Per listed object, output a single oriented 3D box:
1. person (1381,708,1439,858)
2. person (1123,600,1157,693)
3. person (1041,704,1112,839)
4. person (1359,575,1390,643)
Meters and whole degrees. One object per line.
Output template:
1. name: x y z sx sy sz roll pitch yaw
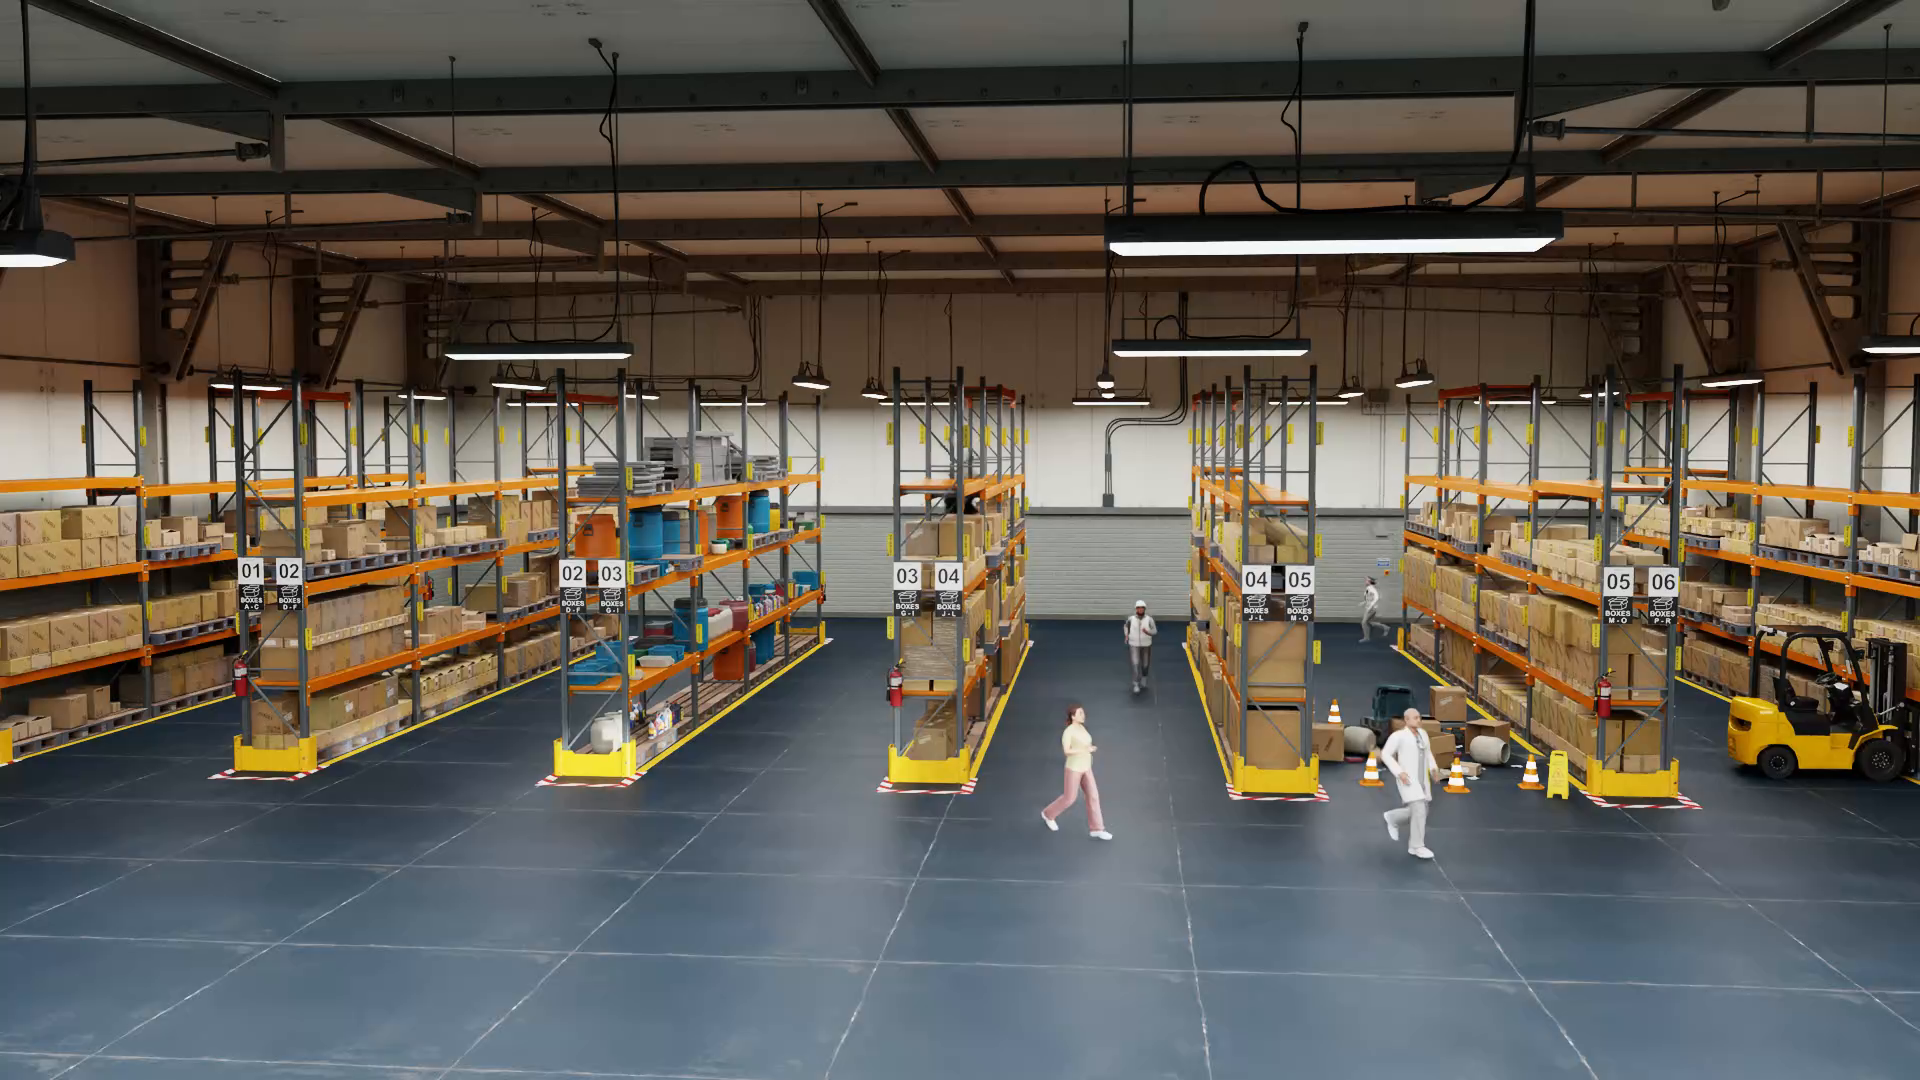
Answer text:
1. person: 5.384 2.885 19.984 0.743 1.745 0.844 -2 4 -33
2. person: 3.533 2.065 32.610 0.653 1.760 0.968 0 4 5
3. person: 1.457 2.859 20.676 0.973 1.645 0.584 3 5 38
4. person: 10.081 1.676 40.410 0.755 1.663 0.605 1 4 11
